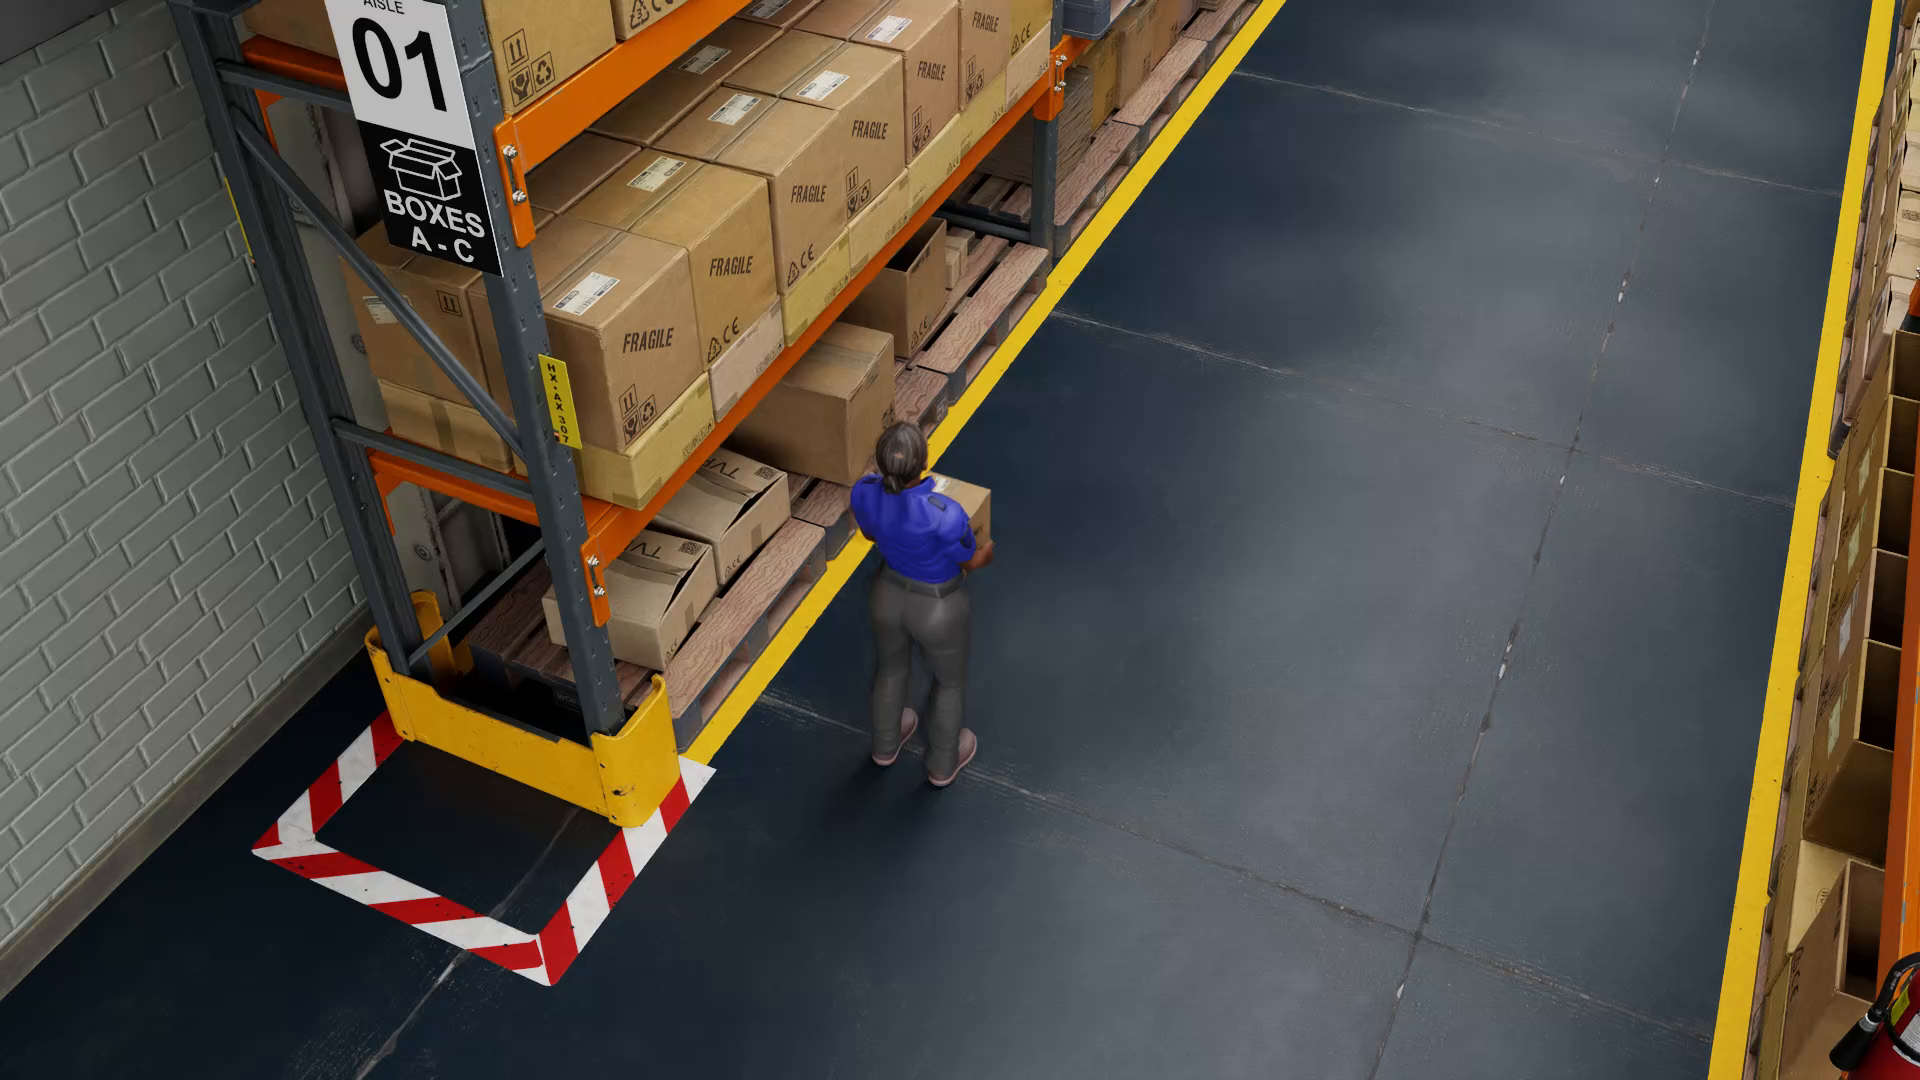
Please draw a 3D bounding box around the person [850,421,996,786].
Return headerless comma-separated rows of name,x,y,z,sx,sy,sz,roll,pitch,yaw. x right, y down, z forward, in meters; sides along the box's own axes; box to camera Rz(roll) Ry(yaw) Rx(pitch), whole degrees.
person,-0.112,0.175,5.974,0.454,1.652,0.511,19,45,19
